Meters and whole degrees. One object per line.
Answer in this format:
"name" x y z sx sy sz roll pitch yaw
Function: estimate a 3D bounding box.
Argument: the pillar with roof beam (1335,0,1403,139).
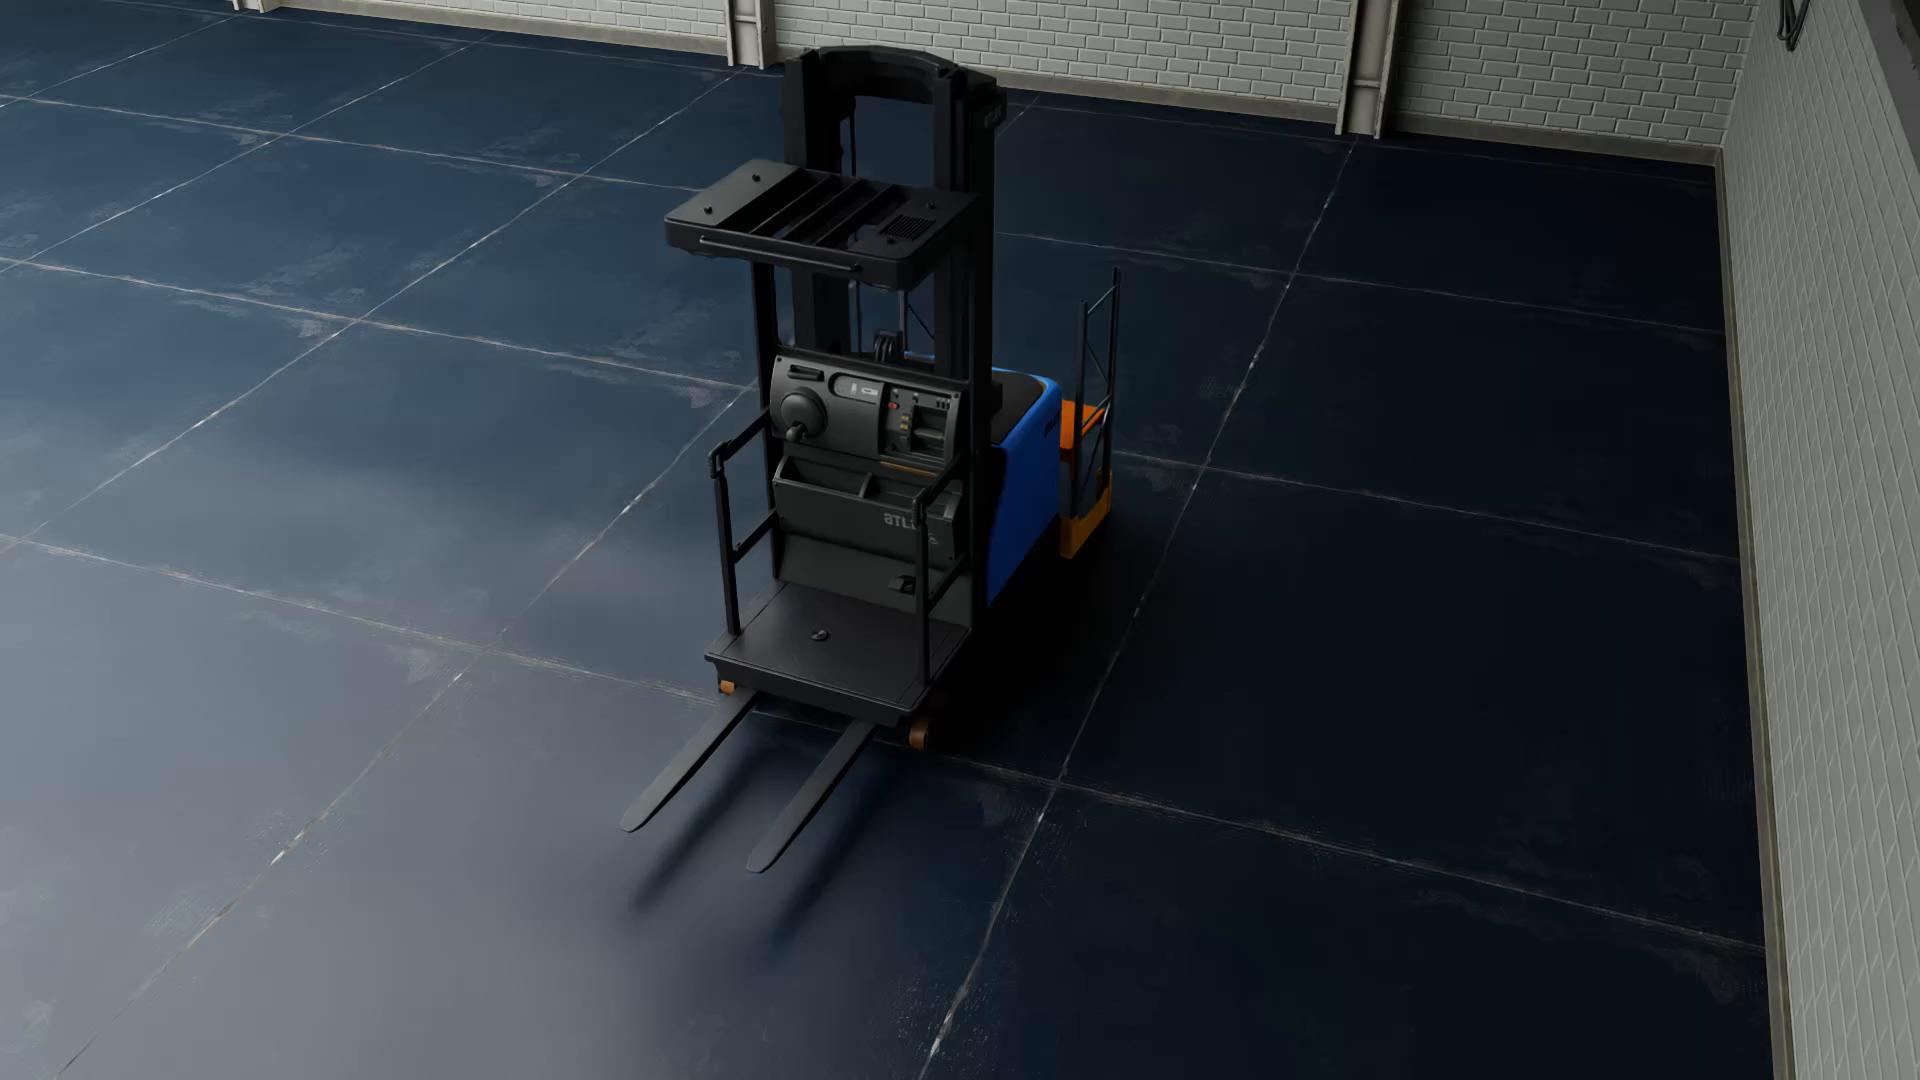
"pillar with roof beam" 2.129 -5.243 9.043 0.400 9.000 9.100 11 34 16

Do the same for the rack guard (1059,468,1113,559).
"rack guard" 0.700 -0.153 9.225 0.087 0.250 0.587 15 36 22

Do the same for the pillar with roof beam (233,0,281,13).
"pillar with roof beam" -9.168 -7.439 12.444 0.400 9.000 9.100 11 34 16

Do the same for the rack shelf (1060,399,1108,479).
"rack shelf" 0.260 -0.644 9.164 1.000 0.185 0.538 15 36 22

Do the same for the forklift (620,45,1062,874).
"forklift" -0.514 -0.522 7.324 1.130 2.935 3.031 13 35 20

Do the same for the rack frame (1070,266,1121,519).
"rack frame" 0.717 -0.674 8.879 0.032 1.500 0.500 15 36 22

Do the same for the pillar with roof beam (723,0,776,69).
"pillar with roof beam" -3.519 -6.341 10.744 0.400 9.000 9.100 11 34 16

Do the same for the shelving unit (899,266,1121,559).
"shelving unit" 0.252 -0.797 9.070 1.083 1.500 0.587 15 36 22

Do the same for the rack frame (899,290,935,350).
"rack frame" -0.196 -0.916 9.254 0.032 1.500 0.500 15 36 22

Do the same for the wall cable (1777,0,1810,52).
"wall cable" 5.908 -4.923 11.409 0.112 2.526 3.097 11 34 16
